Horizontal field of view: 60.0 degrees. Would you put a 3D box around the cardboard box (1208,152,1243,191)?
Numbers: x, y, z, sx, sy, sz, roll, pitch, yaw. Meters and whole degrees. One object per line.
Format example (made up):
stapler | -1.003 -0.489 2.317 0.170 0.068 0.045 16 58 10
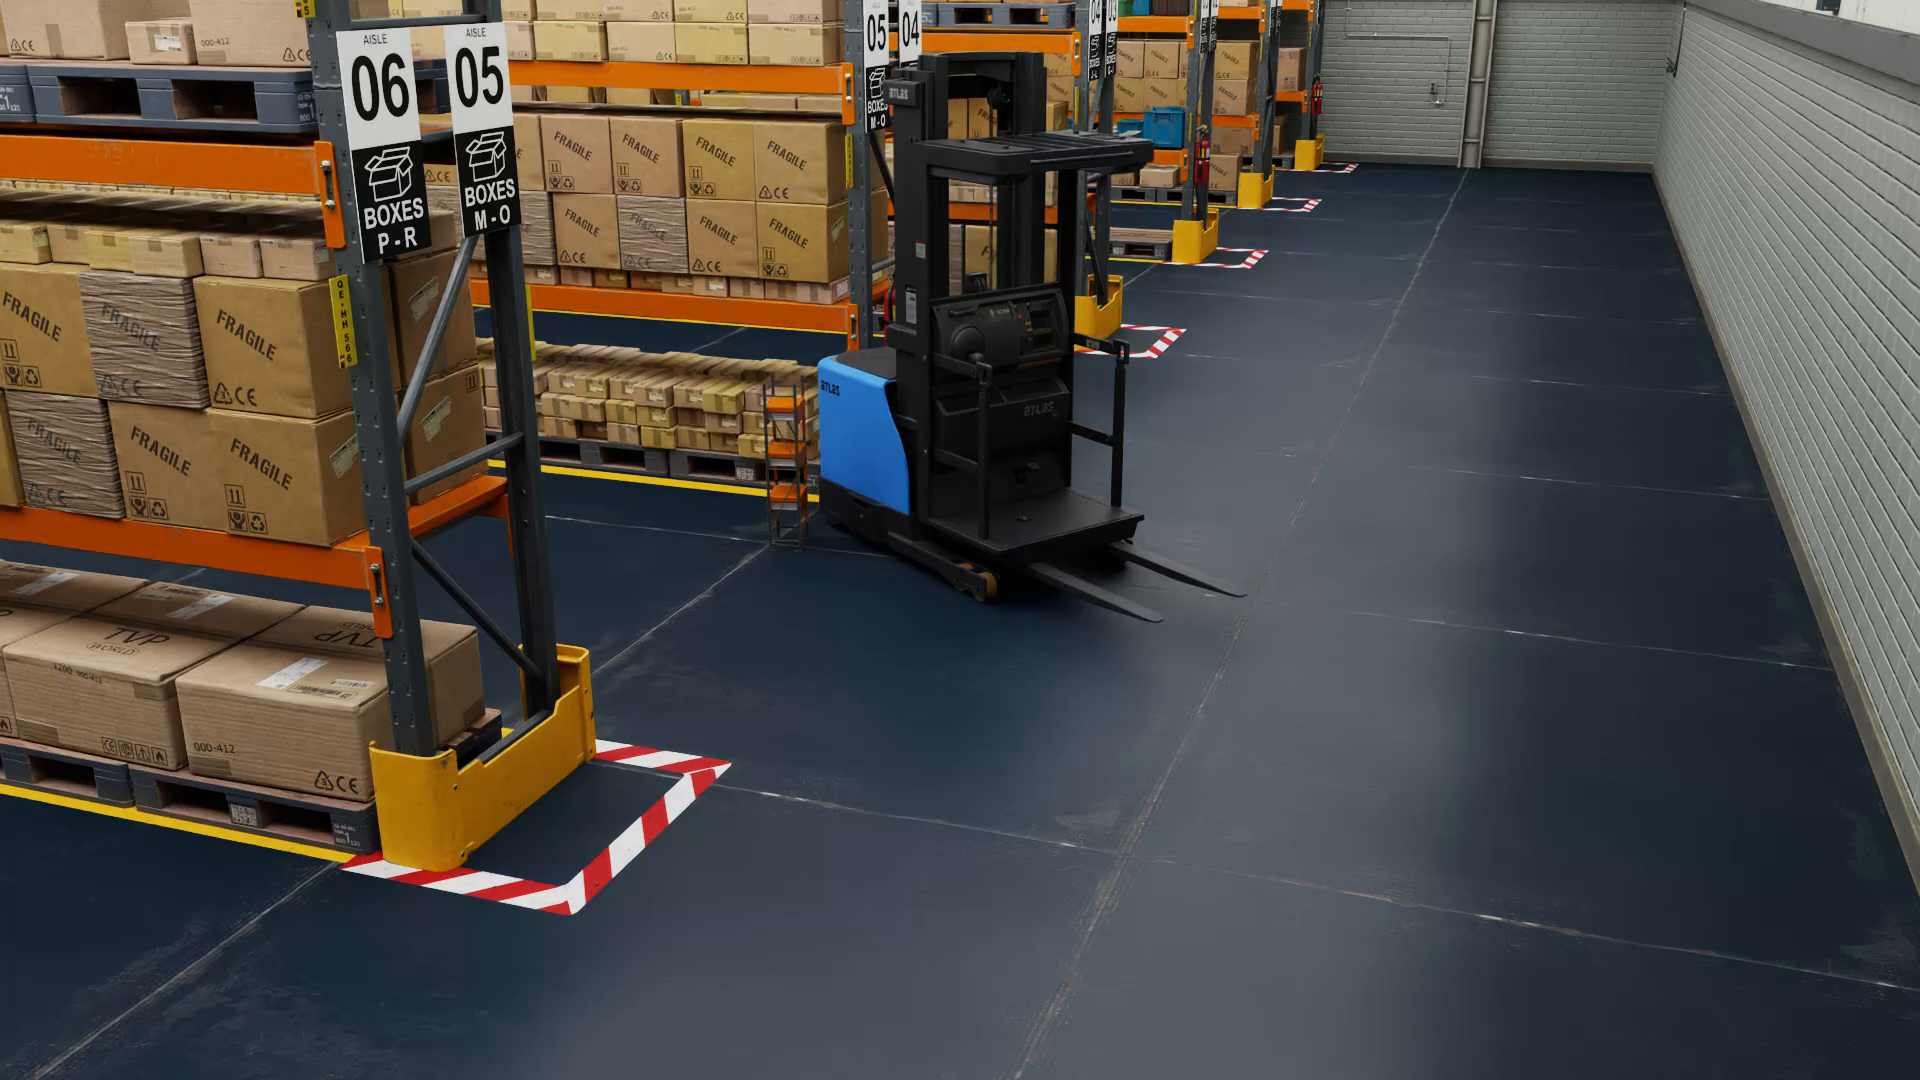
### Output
cardboard box | 3.893 -5.462 24.642 0.500 0.500 0.500 7 20 18

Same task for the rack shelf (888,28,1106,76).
rack shelf | -0.656 -4.666 15.763 4.000 0.370 1.077 7 20 18

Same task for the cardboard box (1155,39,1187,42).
cardboard box | 3.187 -7.212 24.860 0.500 0.500 0.500 7 20 19

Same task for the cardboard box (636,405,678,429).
cardboard box | -2.067 -0.910 11.694 0.250 0.149 0.380 7 20 19

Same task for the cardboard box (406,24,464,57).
cardboard box | -3.442 -3.436 11.370 0.500 0.250 0.500 6 20 17

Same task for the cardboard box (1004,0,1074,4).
cardboard box | 0.724 -5.122 15.036 0.500 0.500 0.700 5 20 15

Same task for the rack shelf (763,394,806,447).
rack shelf | -1.059 -0.724 10.052 0.215 0.259 0.240 2 19 5

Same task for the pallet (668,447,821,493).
pallet | -1.318 -0.632 11.892 1.213 0.211 1.003 7 20 18

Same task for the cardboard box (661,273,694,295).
cardboard box | -1.843 -1.789 11.357 0.250 0.149 0.380 6 20 16

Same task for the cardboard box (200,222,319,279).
cardboard box | -2.672 -1.114 6.381 0.250 0.149 0.380 7 20 19

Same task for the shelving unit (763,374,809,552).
shelving unit | -1.059 -0.466 10.142 0.215 1.050 0.252 2 19 5

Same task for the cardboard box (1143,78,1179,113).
cardboard box | 3.014 -6.574 24.551 0.500 0.500 0.500 7 20 18

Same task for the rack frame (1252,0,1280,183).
rack frame | 4.487 -6.453 24.354 0.127 3.000 1.000 7 20 18

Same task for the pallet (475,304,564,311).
pallet | -4.456 -2.679 17.766 1.213 0.211 1.003 7 20 18

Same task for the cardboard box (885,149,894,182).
cardboard box | -0.765 -3.577 15.881 0.500 0.250 0.500 7 20 18

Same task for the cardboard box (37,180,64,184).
cardboard box | -6.939 -2.871 12.920 0.250 0.149 0.380 6 20 16

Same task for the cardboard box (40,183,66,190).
cardboard box | -6.908 -2.728 12.959 0.250 0.149 0.380 7 20 18

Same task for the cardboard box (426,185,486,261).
cardboard box | -3.414 -2.278 11.775 0.500 0.500 0.500 7 20 18

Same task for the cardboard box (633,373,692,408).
cardboard box | -2.074 -1.046 11.632 0.250 0.149 0.380 7 21 20

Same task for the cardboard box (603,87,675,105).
cardboard box | -3.152 -4.392 16.767 0.637 0.503 0.797 6 20 17

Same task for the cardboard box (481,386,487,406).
cardboard box | -3.521 -1.113 12.277 0.250 0.149 0.380 6 20 18

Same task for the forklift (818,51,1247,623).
forklift | 0.371 -1.219 9.443 1.130 2.935 3.031 -14 23 -34

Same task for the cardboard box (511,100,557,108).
cardboard box | -3.246 -2.913 12.076 0.500 0.500 0.500 6 20 16

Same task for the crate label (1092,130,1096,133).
crate label | 1.488 -4.907 20.229 0.243 0.136 0.396 7 20 18

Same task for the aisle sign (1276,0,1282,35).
aisle sign | 4.648 -7.764 24.167 0.004 0.787 0.394 7 20 18

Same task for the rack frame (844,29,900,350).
rack frame | -0.490 -1.842 11.126 0.127 3.000 1.000 7 20 18

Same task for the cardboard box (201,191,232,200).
cardboard box | -5.452 -2.559 12.477 0.250 0.149 0.380 6 20 16

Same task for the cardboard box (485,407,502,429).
cardboard box | -3.271 -0.935 12.219 0.250 0.149 0.380 6 20 17

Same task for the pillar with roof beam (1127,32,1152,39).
pillar with roof beam | 1.863 -10.113 25.740 0.400 9.000 9.100 7 20 18

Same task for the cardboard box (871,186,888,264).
cardboard box | -0.824 -2.164 11.446 0.500 0.500 0.500 8 21 21

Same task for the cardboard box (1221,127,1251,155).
cardboard box | 4.943 -7.110 29.399 0.500 0.500 0.700 6 20 18

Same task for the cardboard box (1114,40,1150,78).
cardboard box | 2.523 -7.099 24.537 0.500 0.500 0.500 7 20 20

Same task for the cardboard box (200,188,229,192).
cardboard box | -5.458 -2.703 12.435 0.250 0.149 0.380 6 20 18

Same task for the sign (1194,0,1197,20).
sign | 2.693 -6.107 18.964 0.005 0.325 0.100 7 20 18

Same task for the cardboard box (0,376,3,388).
cardboard box | -3.997 -0.946 6.885 0.500 0.500 0.500 6 20 18

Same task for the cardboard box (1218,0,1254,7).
cardboard box | 3.915 -7.772 23.809 0.500 0.250 0.500 7 20 18

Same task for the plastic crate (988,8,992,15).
plastic crate | 0.163 -6.480 20.075 0.590 0.269 0.497 7 20 18

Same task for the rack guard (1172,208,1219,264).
rack guard | 2.885 -3.734 20.352 0.348 0.500 1.175 7 20 18

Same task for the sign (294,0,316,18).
sign | -2.211 -1.922 5.573 0.005 0.325 0.100 7 20 18

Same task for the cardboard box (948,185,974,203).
cardboard box | 0.069 -3.273 15.613 0.250 0.149 0.380 7 20 19

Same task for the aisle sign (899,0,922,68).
aisle sign | -0.323 -3.155 10.943 0.004 0.787 0.394 7 20 18

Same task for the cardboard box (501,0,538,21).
cardboard box | -2.953 -3.615 11.124 0.500 0.250 0.500 7 20 19

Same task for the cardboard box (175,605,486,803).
cardboard box | -2.676 0.680 7.147 0.875 0.438 0.875 6 20 16

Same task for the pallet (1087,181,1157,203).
pallet | 2.513 -5.362 25.462 1.213 0.211 1.003 7 20 18

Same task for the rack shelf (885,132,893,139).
rack shelf | -2.810 -5.221 21.914 4.000 0.370 1.077 7 20 18

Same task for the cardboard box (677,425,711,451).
cardboard box | -1.791 -0.760 11.716 0.250 0.149 0.380 7 20 19

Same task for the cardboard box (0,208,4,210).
cardboard box | -4.152 -1.264 6.813 0.250 0.149 0.380 7 20 18

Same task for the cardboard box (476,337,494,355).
cardboard box | -3.593 -1.434 12.746 0.250 0.149 0.380 7 20 19

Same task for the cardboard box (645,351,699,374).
cardboard box | -2.123 -1.273 12.284 0.250 0.149 0.380 7 20 19

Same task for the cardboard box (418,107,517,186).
cardboard box | -3.428 -2.758 11.631 0.500 0.500 0.500 6 20 16

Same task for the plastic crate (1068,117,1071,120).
plastic crate | 1.206 -5.166 20.826 0.300 0.233 0.416 7 20 18

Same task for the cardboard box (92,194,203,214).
cardboard box | -3.484 -1.387 7.163 0.250 0.149 0.380 7 20 19

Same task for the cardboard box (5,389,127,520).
cardboard box | -3.520 -0.420 6.896 0.500 0.500 0.500 7 20 20

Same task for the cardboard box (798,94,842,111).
cardboard box | -1.221 -3.987 15.918 0.500 0.500 0.500 6 20 16

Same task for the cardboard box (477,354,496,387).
cardboard box | -3.516 -1.245 12.203 0.250 0.149 0.380 6 20 17
